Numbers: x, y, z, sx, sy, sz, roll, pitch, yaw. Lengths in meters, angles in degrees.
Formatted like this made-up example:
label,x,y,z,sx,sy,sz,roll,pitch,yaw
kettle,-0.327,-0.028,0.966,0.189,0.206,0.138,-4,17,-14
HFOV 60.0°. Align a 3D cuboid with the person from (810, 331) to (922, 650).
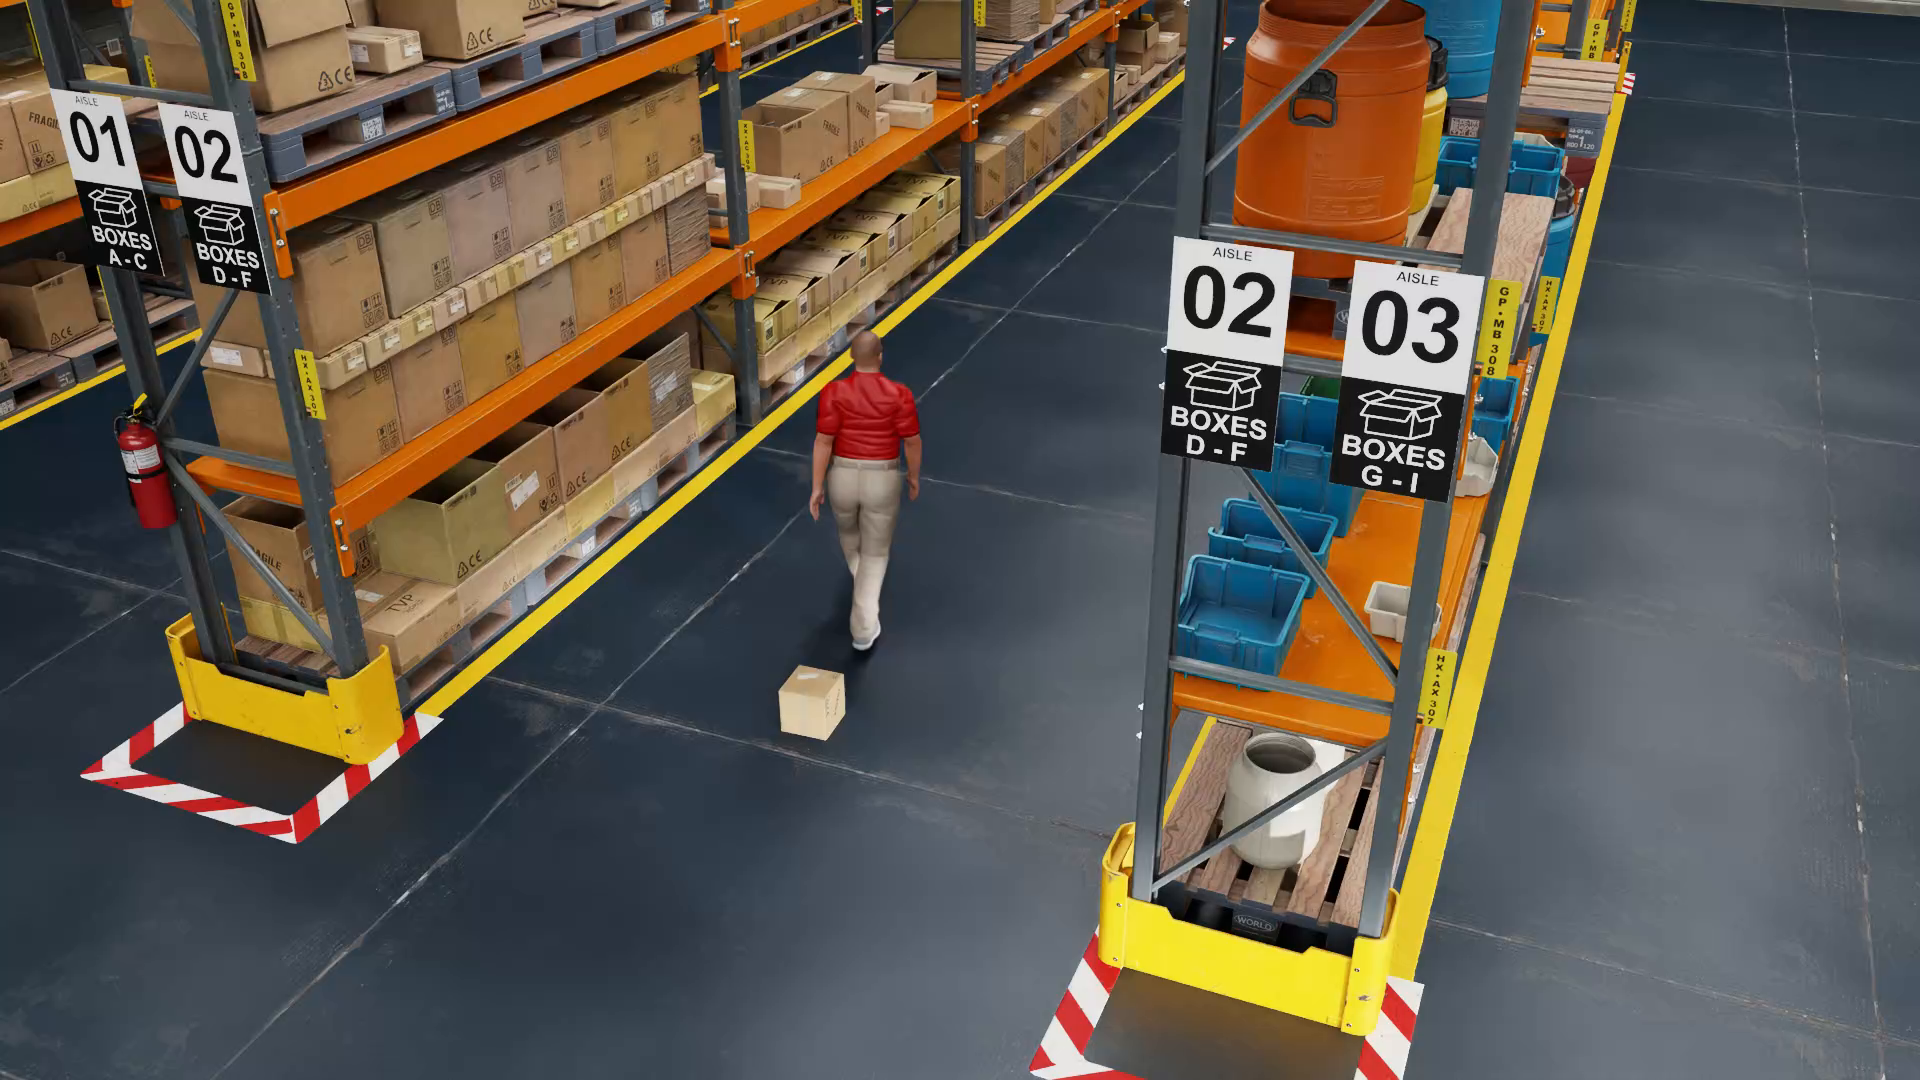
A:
label,x,y,z,sx,sy,sz,roll,pitch,yaw
person,-0.486,-0.345,9.013,0.570,1.663,0.979,5,30,9
